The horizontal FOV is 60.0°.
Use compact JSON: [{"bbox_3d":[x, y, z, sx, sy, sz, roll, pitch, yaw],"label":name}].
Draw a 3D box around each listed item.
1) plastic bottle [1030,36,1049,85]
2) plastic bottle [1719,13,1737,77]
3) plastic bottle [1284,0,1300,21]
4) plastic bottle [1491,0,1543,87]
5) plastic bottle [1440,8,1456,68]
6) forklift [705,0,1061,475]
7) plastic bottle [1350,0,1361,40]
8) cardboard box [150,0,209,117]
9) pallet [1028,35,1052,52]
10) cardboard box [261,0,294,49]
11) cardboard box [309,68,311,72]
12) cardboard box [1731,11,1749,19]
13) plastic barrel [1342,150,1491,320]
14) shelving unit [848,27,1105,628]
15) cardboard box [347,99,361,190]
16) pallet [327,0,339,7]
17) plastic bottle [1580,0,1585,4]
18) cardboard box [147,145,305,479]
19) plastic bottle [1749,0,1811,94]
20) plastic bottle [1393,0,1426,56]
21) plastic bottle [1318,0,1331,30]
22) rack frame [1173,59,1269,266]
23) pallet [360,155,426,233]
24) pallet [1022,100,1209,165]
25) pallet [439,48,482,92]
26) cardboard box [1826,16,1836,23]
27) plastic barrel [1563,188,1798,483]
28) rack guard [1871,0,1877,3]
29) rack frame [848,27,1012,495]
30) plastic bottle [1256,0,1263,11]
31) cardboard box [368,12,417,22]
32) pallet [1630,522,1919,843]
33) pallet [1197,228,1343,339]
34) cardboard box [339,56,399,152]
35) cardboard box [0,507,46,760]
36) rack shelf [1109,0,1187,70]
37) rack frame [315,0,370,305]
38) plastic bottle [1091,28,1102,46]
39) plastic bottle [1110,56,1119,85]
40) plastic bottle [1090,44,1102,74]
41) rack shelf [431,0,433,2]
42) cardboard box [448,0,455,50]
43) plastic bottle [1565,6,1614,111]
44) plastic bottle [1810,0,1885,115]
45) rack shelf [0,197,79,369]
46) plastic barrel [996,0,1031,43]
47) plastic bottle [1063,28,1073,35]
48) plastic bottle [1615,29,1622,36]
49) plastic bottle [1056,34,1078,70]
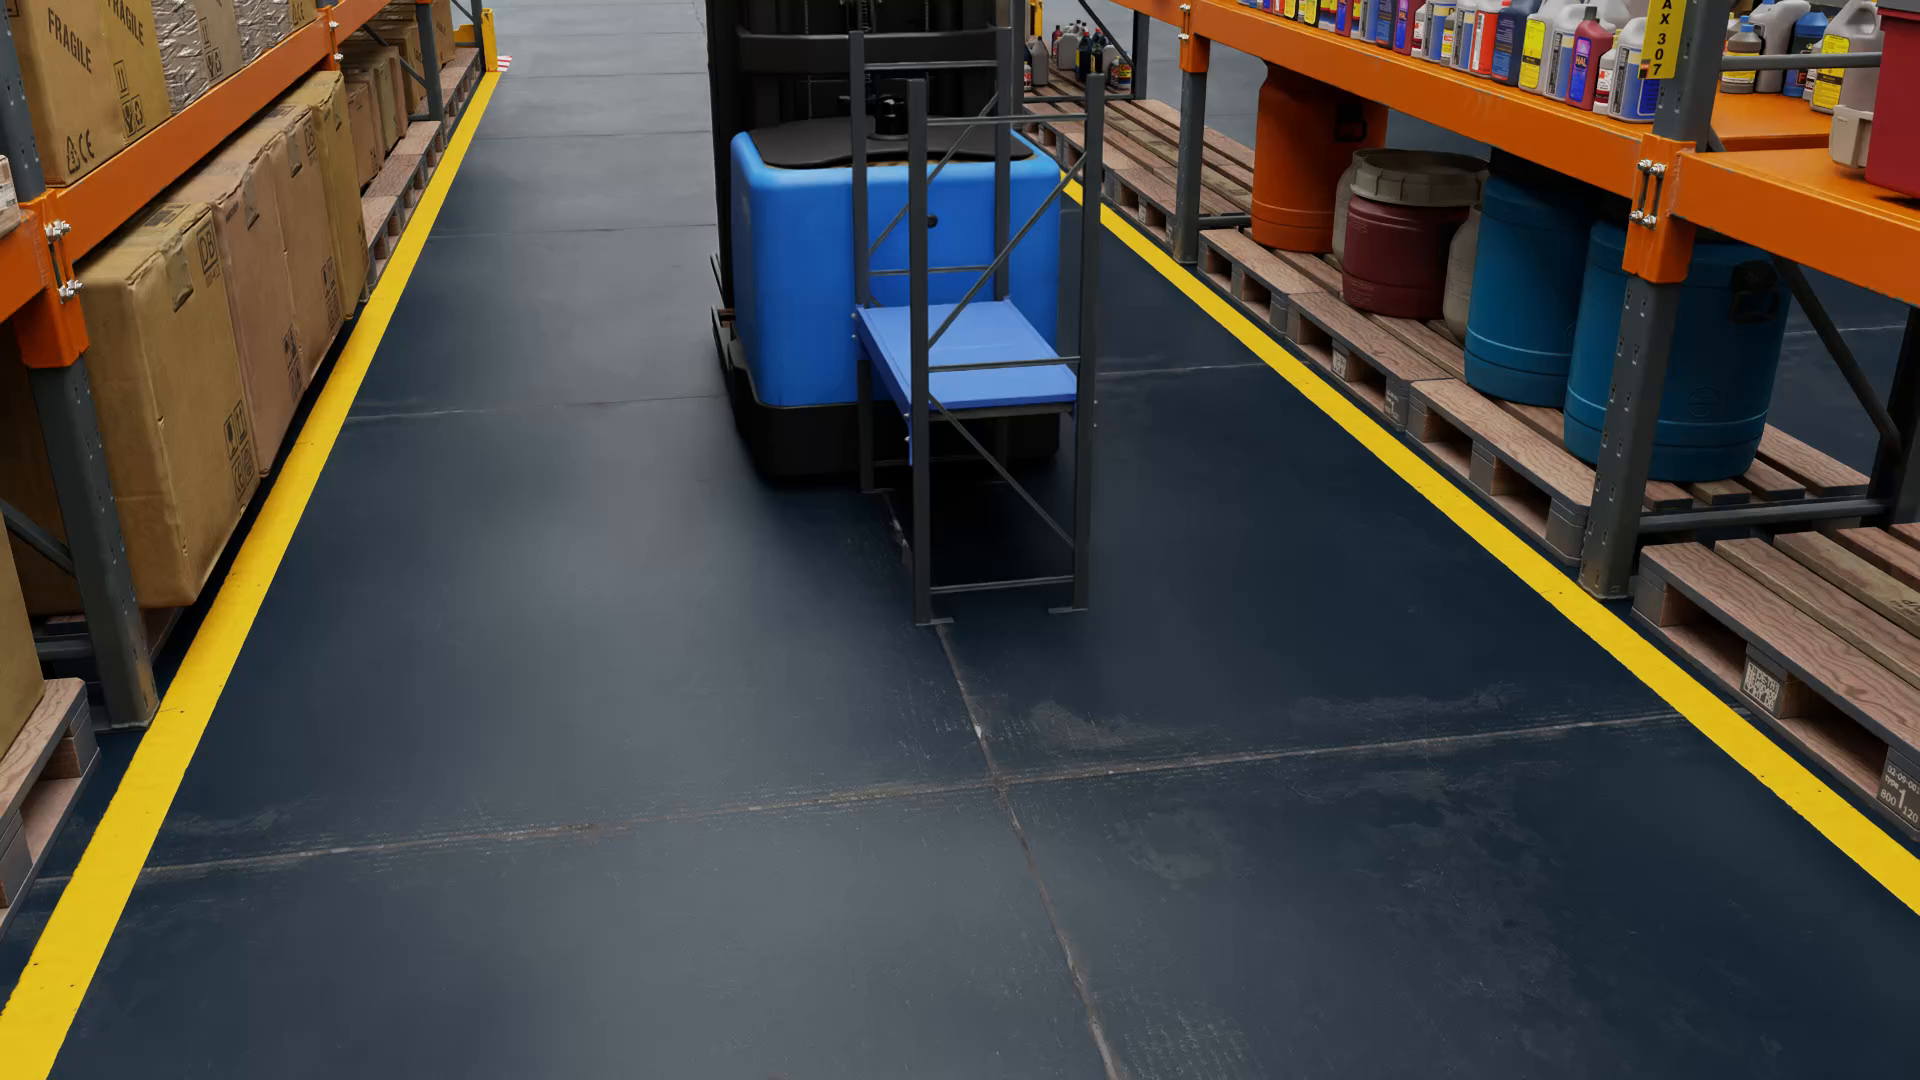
[{"bbox_3d":[0.595,-3.629,12.572,0.144,0.351,0.185,-4,24,-10],"label":"plastic bottle"},{"bbox_3d":[2.525,-1.640,5.505,0.097,0.201,0.097,0,24,0],"label":"plastic bottle"},{"bbox_3d":[1.423,-2.340,7.006,0.061,0.283,0.133,-4,24,-10],"label":"plastic bottle"},{"bbox_3d":[1.809,-1.640,5.319,0.144,0.351,0.185,-4,24,-10],"label":"plastic bottle"},{"bbox_3d":[1.710,-1.731,5.714,0.097,0.201,0.097,0,24,0],"label":"plastic bottle"},{"bbox_3d":[-0.455,-2.121,6.443,1.130,2.935,3.031,-5,24,-11],"label":"forklift"},{"bbox_3d":[1.565,-2.071,6.404,0.097,0.271,0.097,0,24,0],"label":"plastic bottle"},{"bbox_3d":[-2.558,-1.526,4.871,0.500,0.500,0.500,-5,24,-11],"label":"cardboard box"},{"bbox_3d":[0.321,-4.348,14.942,1.003,0.211,1.213,-4,24,-10],"label":"pallet"},{"bbox_3d":[-2.851,-2.133,6.260,0.500,0.500,0.500,-5,24,-10],"label":"cardboard box"},{"bbox_3d":[-3.534,-2.328,8.469,0.500,0.250,0.500,-2,24,-4],"label":"cardboard box"},{"bbox_3d":[5.556,-3.773,12.350,0.500,0.311,0.500,-4,24,-10],"label":"cardboard box"},{"bbox_3d":[1.911,-1.278,6.916,0.600,0.588,0.708,-4,24,-10],"label":"plastic barrel"},{"bbox_3d":[0.014,-0.664,4.897,0.538,1.500,1.048,-5,24,-11],"label":"shelving unit"},{"bbox_3d":[-3.531,-1.995,8.643,0.700,0.500,0.500,-6,24,-14],"label":"cardboard box"},{"bbox_3d":[-3.509,-2.644,7.795,1.213,0.211,1.003,-4,24,-10],"label":"pallet"},{"bbox_3d":[1.951,-1.651,5.343,0.144,0.351,0.185,-4,24,-10],"label":"plastic bottle"},{"bbox_3d":[-2.837,-0.706,5.249,1.225,0.875,0.875,-5,24,-12],"label":"cardboard box"},{"bbox_3d":[2.556,-1.550,5.206,0.152,0.276,0.135,-4,24,-10],"label":"plastic bottle"},{"bbox_3d":[1.628,-1.904,6.007,0.061,0.283,0.133,-4,24,-10],"label":"plastic bottle"},{"bbox_3d":[1.505,-2.200,6.700,0.097,0.271,0.097,0,24,0],"label":"plastic bottle"},{"bbox_3d":[1.595,-2.826,7.972,1.000,3.000,0.127,-4,24,-10],"label":"rack frame"},{"bbox_3d":[-3.638,-1.968,9.492,1.003,0.211,1.213,-4,24,-10],"label":"pallet"},{"bbox_3d":[1.039,-2.815,11.432,1.003,0.211,1.213,-4,24,-10],"label":"pallet"},{"bbox_3d":[-4.622,-3.976,14.090,1.003,0.211,1.213,-4,24,-10],"label":"pallet"},{"bbox_3d":[6.183,-3.611,11.981,0.500,0.311,0.500,-4,24,-8],"label":"cardboard box"},{"bbox_3d":[2.251,-0.698,5.199,0.600,0.901,0.708,-4,24,-10],"label":"plastic barrel"},{"bbox_3d":[9.866,-5.530,17.288,1.175,0.500,0.348,-4,24,-10],"label":"rack guard"},{"bbox_3d":[-0.089,-0.864,5.353,0.500,1.500,0.032,-5,24,-11],"label":"rack frame"},{"bbox_3d":[1.370,-2.455,7.371,0.097,0.201,0.097,0,24,0],"label":"plastic bottle"},{"bbox_3d":[-4.352,-3.703,12.579,0.500,0.500,0.500,-6,24,-14],"label":"cardboard box"},{"bbox_3d":[2.509,0.312,4.272,1.003,0.211,1.213,-4,24,-10],"label":"pallet"},{"bbox_3d":[1.782,-1.241,7.827,1.003,0.211,1.213,-4,24,-10],"label":"pallet"},{"bbox_3d":[-3.850,-2.657,10.158,0.700,0.500,0.500,-4,24,-10],"label":"cardboard box"},{"bbox_3d":[-2.489,0.161,3.264,0.875,0.875,0.875,-4,24,-10],"label":"cardboard box"},{"bbox_3d":[1.225,-3.283,9.917,1.077,0.370,4.000,-4,24,-10],"label":"rack shelf"},{"bbox_3d":[-3.273,-2.459,7.133,1.000,3.000,0.127,-4,24,-10],"label":"rack frame"},{"bbox_3d":[1.079,-3.809,12.984,0.144,0.351,0.185,-5,24,-12],"label":"plastic bottle"},{"bbox_3d":[1.190,-3.556,12.591,0.097,0.201,0.097,0,24,0],"label":"plastic bottle"},{"bbox_3d":[1.036,-3.631,12.660,0.061,0.283,0.133,-4,24,-10],"label":"plastic bottle"},{"bbox_3d":[-4.382,-4.490,12.681,1.077,0.370,4.000,-4,24,-10],"label":"rack shelf"},{"bbox_3d":[-4.653,-4.406,14.189,0.500,0.500,0.500,0,24,0],"label":"cardboard box"},{"bbox_3d":[1.857,-1.418,4.894,0.061,0.283,0.133,-4,24,-10],"label":"plastic bottle"},{"bbox_3d":[2.581,-1.408,4.788,0.144,0.351,0.185,-4,24,-10],"label":"plastic bottle"},{"bbox_3d":[-2.163,0.231,1.873,1.077,0.370,4.000,-4,24,-10],"label":"rack shelf"},{"bbox_3d":[0.405,-4.574,14.560,0.421,0.512,0.421,0,24,0],"label":"plastic barrel"},{"bbox_3d":[0.932,-4.080,13.698,0.152,0.276,0.135,-5,24,-11],"label":"plastic bottle"},{"bbox_3d":[1.996,-1.453,5.077,0.097,0.201,0.097,0,24,0],"label":"plastic bottle"},{"bbox_3d":[0.859,-3.921,13.334,0.152,0.276,0.135,-4,24,-10],"label":"plastic bottle"}]
